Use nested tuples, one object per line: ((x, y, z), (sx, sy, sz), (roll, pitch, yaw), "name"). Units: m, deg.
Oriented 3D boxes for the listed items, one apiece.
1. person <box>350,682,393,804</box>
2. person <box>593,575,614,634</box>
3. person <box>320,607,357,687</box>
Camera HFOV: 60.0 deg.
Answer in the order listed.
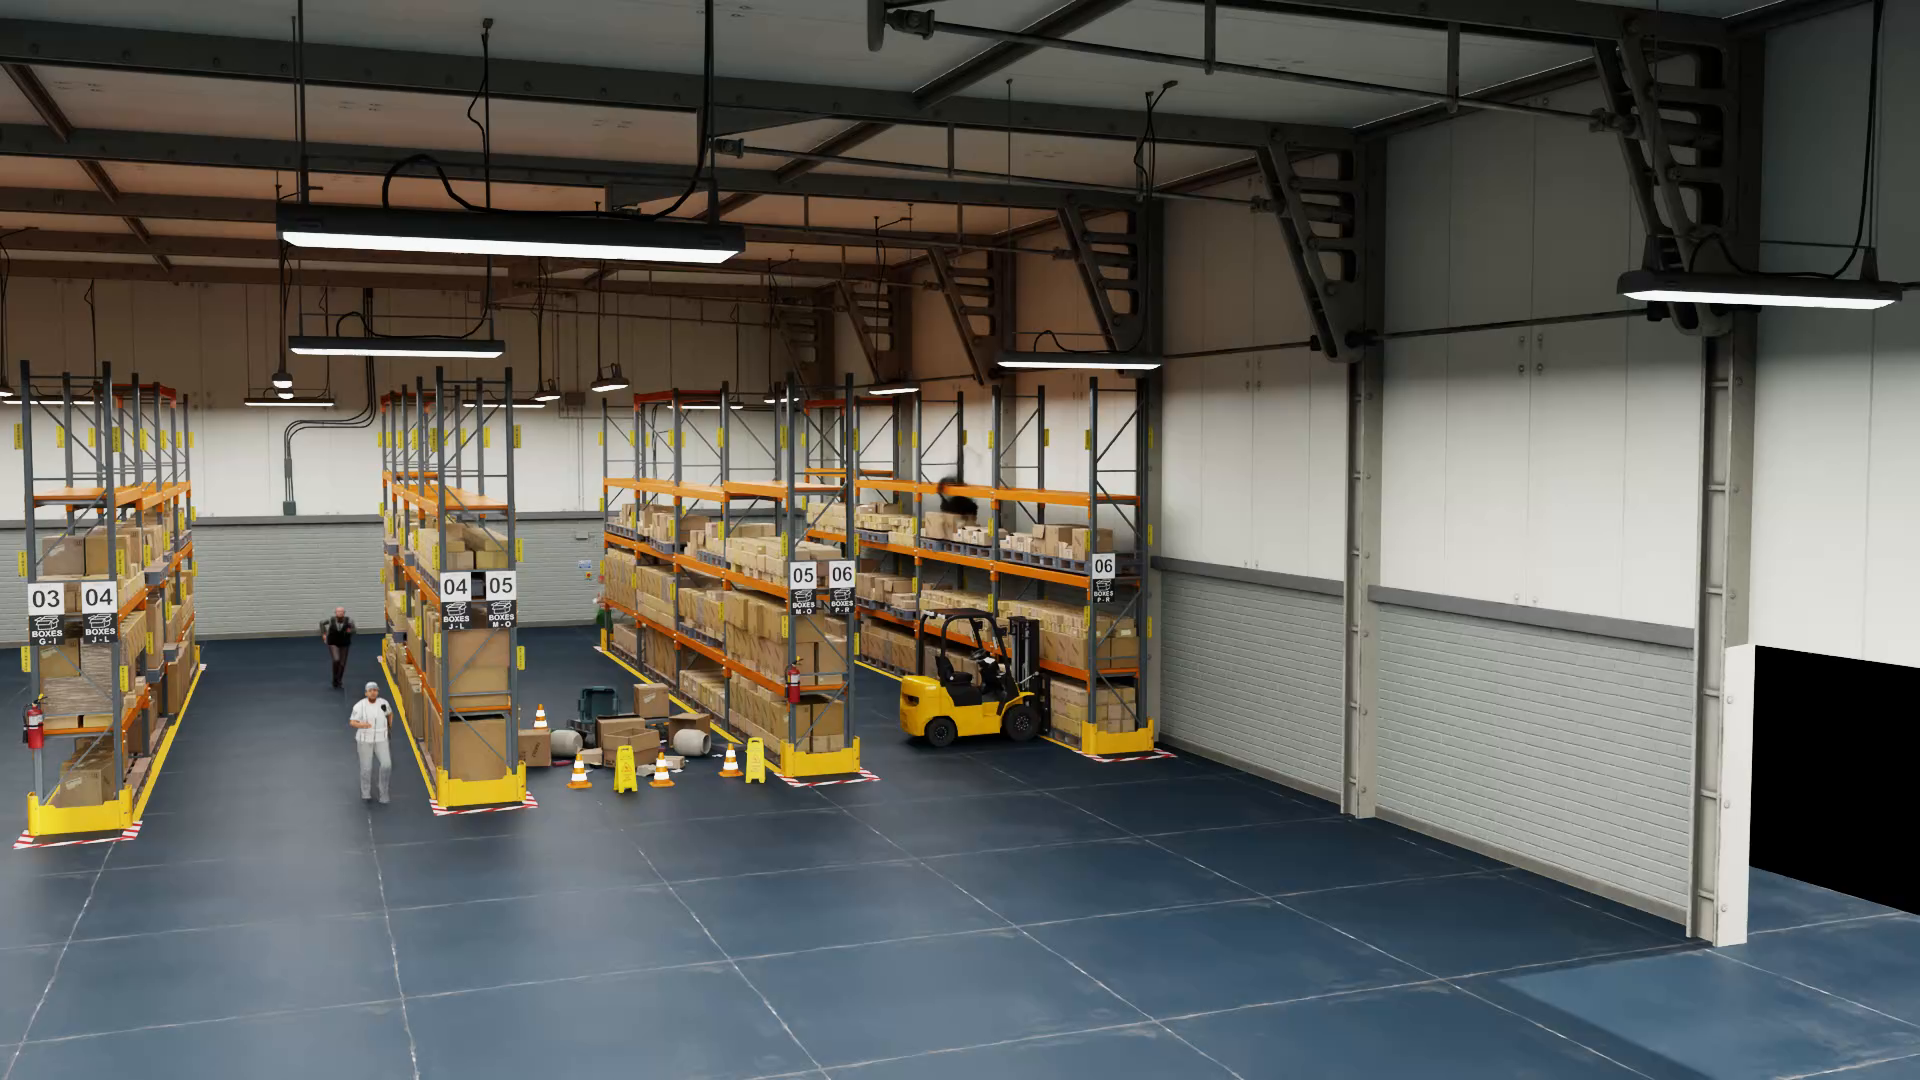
((-8.077, 2.810, 22.896), (0.601, 1.719, 0.643), (-2, 4, -28), "person")
((-8.712, 1.668, 40.892), (0.637, 1.743, 0.693), (0, 3, -3), "person")
((-12.502, 2.144, 33.467), (0.654, 1.645, 0.888), (-2, 4, -32), "person")
